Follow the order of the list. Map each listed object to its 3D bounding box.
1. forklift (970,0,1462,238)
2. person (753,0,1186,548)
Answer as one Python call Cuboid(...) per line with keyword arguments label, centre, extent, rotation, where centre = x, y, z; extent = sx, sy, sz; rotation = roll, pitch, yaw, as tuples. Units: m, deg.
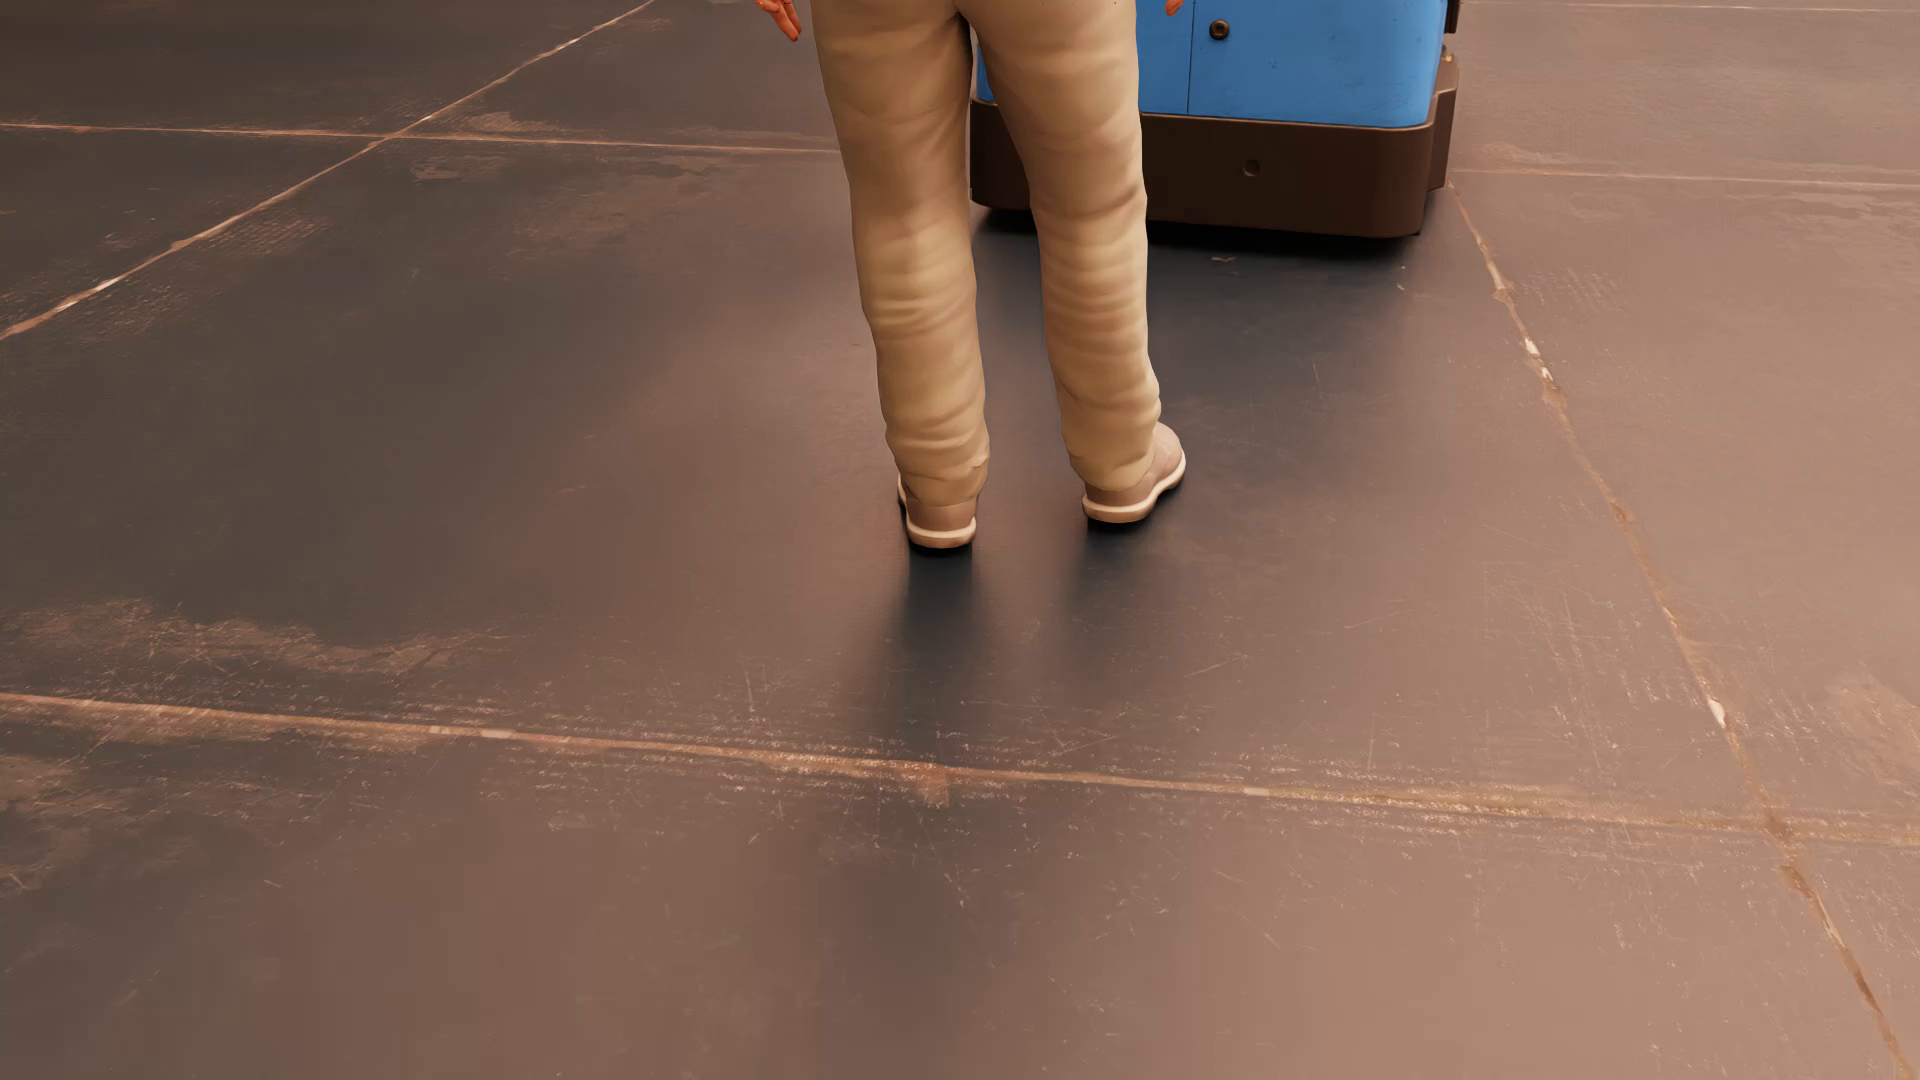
Cuboid(label="forklift", centre=(0.931, -2.616, 4.461), extent=(1.130, 2.935, 3.031), rotation=(8, 27, 15))
Cuboid(label="person", centre=(0.022, -0.839, 2.167), extent=(0.641, 1.781, 0.574), rotation=(3, 27, 7))
